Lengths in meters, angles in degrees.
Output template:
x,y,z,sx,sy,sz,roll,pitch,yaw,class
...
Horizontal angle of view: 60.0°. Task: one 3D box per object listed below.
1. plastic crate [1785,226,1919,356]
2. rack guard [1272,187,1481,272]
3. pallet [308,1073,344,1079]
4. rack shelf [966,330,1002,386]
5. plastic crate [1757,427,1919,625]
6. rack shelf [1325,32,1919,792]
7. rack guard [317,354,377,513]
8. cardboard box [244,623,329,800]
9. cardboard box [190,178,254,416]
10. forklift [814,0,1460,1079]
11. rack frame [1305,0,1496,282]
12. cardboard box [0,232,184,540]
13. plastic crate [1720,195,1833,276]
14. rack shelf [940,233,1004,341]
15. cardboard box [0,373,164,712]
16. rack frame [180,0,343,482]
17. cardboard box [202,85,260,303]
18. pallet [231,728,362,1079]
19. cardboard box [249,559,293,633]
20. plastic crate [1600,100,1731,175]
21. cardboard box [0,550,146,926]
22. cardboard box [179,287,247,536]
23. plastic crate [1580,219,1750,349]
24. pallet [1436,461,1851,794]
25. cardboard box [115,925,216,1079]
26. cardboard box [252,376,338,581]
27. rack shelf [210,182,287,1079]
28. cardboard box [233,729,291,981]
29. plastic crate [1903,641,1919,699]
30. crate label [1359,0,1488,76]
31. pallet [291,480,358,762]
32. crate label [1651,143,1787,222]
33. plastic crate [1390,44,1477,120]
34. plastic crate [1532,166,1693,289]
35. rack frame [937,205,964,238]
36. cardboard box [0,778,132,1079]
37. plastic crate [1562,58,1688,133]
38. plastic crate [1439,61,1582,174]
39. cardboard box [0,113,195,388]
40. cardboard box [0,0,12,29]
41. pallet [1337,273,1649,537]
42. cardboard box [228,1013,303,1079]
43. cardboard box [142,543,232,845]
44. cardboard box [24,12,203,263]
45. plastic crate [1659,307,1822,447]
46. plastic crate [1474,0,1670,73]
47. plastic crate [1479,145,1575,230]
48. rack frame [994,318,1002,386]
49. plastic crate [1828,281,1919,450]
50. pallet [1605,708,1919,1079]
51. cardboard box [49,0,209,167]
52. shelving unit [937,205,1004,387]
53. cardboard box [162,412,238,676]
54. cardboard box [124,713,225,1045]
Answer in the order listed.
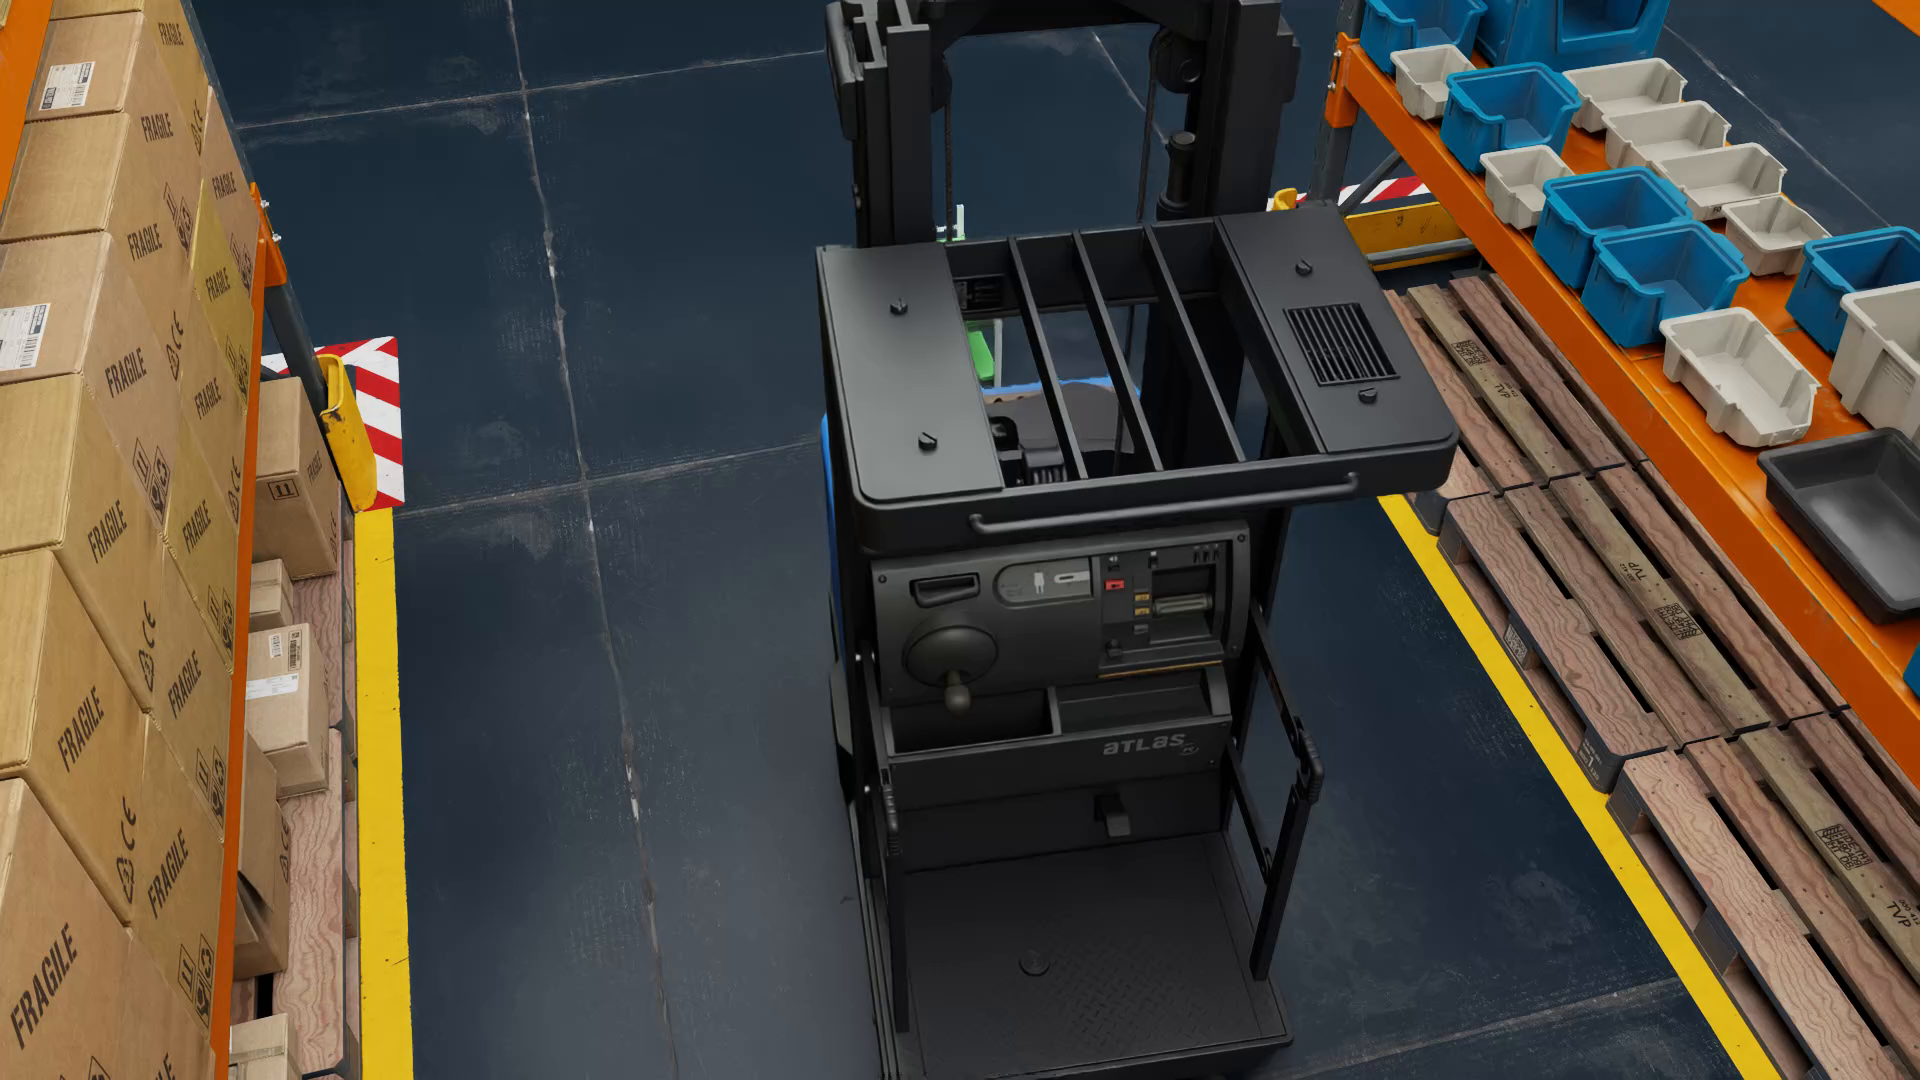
x,y,z,sx,sy,sz,roll,pitch,yaw,class
2.702,-0.729,4.940,0.416,0.233,0.300,-11,47,-10,plastic crate
1.910,-1.277,7.152,1.175,0.500,0.348,-11,47,-10,rack guard
-2.012,2.028,4.114,1.003,0.211,1.213,-11,47,-10,pallet
-0.042,-0.658,5.808,0.258,0.148,0.480,-11,47,-10,rack shelf
2.406,-0.025,4.325,0.437,0.125,0.590,-11,47,-10,plastic crate
2.441,-0.505,5.149,1.077,0.370,4.000,-11,47,-10,rack shelf
-2.841,-0.308,6.201,1.175,0.500,0.348,-11,47,-10,rack guard
-2.269,0.565,5.213,0.500,0.250,0.500,-11,47,-10,cardboard box
-2.347,-0.653,4.720,0.500,0.500,0.500,-10,46,-10,cardboard box
0.289,0.284,3.919,1.130,2.935,3.031,-6,46,-6,forklift
1.929,-2.138,6.245,1.000,3.000,0.127,-11,47,-10,rack frame
-2.082,-0.303,3.676,0.500,0.500,0.500,-9,46,-9,cardboard box
2.561,-0.945,5.219,0.298,0.136,0.250,-11,47,-10,plastic crate
-0.042,-0.825,5.636,0.258,0.148,0.480,-11,47,-10,rack shelf
-1.949,0.054,3.327,0.500,0.500,0.500,-12,47,-11,cardboard box
-2.861,-1.235,5.360,1.000,3.000,0.127,-11,47,-10,rack frame
-2.483,-1.010,5.070,0.500,0.500,0.500,-9,46,-9,cardboard box
-2.327,1.185,4.941,1.003,0.211,1.213,-11,47,-10,pallet
-2.467,0.229,5.601,0.380,0.166,0.250,-11,47,-10,cardboard box
2.373,-1.334,5.600,0.396,0.136,0.243,-11,47,-10,plastic crate
-1.818,0.409,2.979,0.500,0.500,0.500,-12,47,-12,cardboard box
-2.224,-0.307,4.381,0.500,0.500,0.500,-10,46,-10,cardboard box
2.087,-0.754,4.963,0.416,0.233,0.300,-11,47,-10,plastic crate
2.411,0.255,5.852,1.003,0.211,1.213,-11,47,-10,pallet
-1.704,1.090,3.012,0.500,0.500,0.500,-10,46,-9,cardboard box
-2.483,-0.184,5.772,0.500,0.500,0.500,-11,47,-10,cardboard box
-2.349,0.398,4.264,1.077,0.370,4.000,-11,47,-10,rack shelf
-2.323,0.950,4.658,0.797,0.503,0.637,-11,47,-10,cardboard box
2.503,0.348,3.778,0.392,0.384,0.575,-11,47,-10,plastic crate
1.673,-1.870,6.057,0.416,0.233,0.303,-11,47,-10,crate label
-2.636,0.344,5.765,1.003,0.211,1.213,-11,47,-10,pallet
2.467,-1.146,5.416,0.396,0.136,0.243,-11,47,-10,crate label
1.676,-1.599,5.860,0.250,0.136,0.298,-11,47,-10,plastic crate
2.011,-0.961,5.166,0.416,0.233,0.300,-11,47,-10,plastic crate
-0.105,-0.703,6.099,0.240,1.200,0.015,-11,47,-10,rack frame
-1.685,0.765,2.630,0.500,0.500,0.500,-10,46,-9,cardboard box
2.312,-1.537,5.798,0.396,0.136,0.243,-11,47,-10,plastic crate
1.842,-1.415,5.612,0.416,0.233,0.300,-11,47,-10,plastic crate
-2.214,-0.657,4.024,0.500,0.500,0.500,-10,46,-9,cardboard box
-2.216,-1.236,3.366,0.500,0.250,0.500,-11,47,-10,cardboard box
2.102,-0.586,6.676,1.003,0.211,1.213,-11,47,-10,pallet
-1.966,1.440,4.415,0.380,0.166,0.250,-11,47,-10,cardboard box
-1.964,0.391,3.696,0.500,0.500,0.500,-11,47,-11,cardboard box
-2.351,-1.014,4.374,0.500,0.500,0.500,-10,46,-9,cardboard box
2.216,-0.452,4.736,0.293,0.136,0.466,-11,47,-10,plastic crate
2.195,-1.974,6.018,0.616,0.435,0.499,-11,47,-10,plastic crate
1.849,-1.131,5.401,0.250,0.136,0.298,-11,47,-10,plastic crate
0.020,-0.366,5.768,0.240,1.200,0.015,-11,47,-10,rack frame
2.740,-0.444,4.626,0.437,0.282,0.530,-11,47,-10,plastic crate
2.727,1.099,5.025,1.003,0.211,1.213,-11,47,-10,pallet
-2.481,-1.363,4.715,0.500,0.500,0.500,-11,47,-11,cardboard box
-0.042,-0.534,5.933,0.258,1.200,0.503,-11,47,-10,shelving unit
-2.095,0.040,4.040,0.500,0.500,0.500,-11,47,-11,cardboard box
-1.838,0.737,3.357,0.500,0.500,0.500,-10,46,-10,cardboard box
